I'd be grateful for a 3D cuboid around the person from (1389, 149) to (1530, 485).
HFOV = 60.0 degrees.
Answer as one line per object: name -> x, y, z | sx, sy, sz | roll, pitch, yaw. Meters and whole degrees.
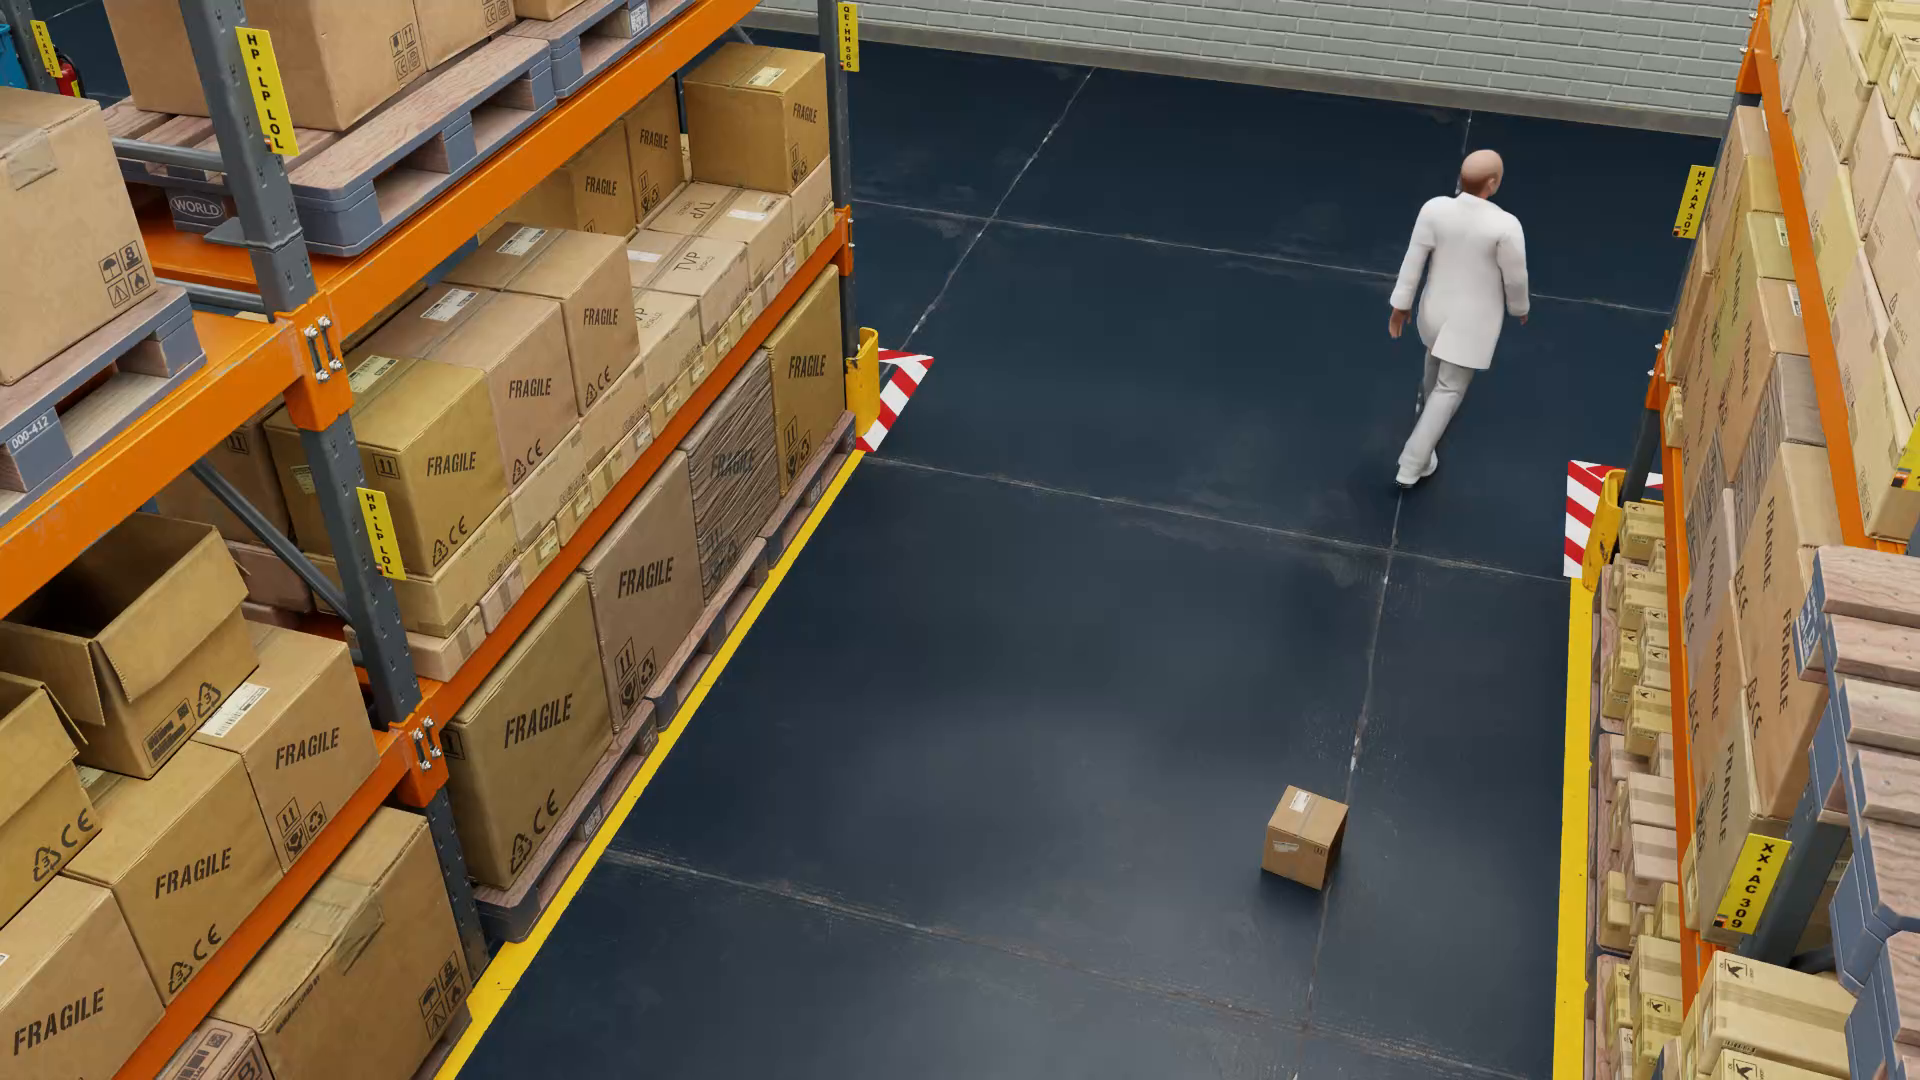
person -> 2.604, -1.212, 8.550 | 0.627, 1.689, 1.137 | 29, 45, 33
